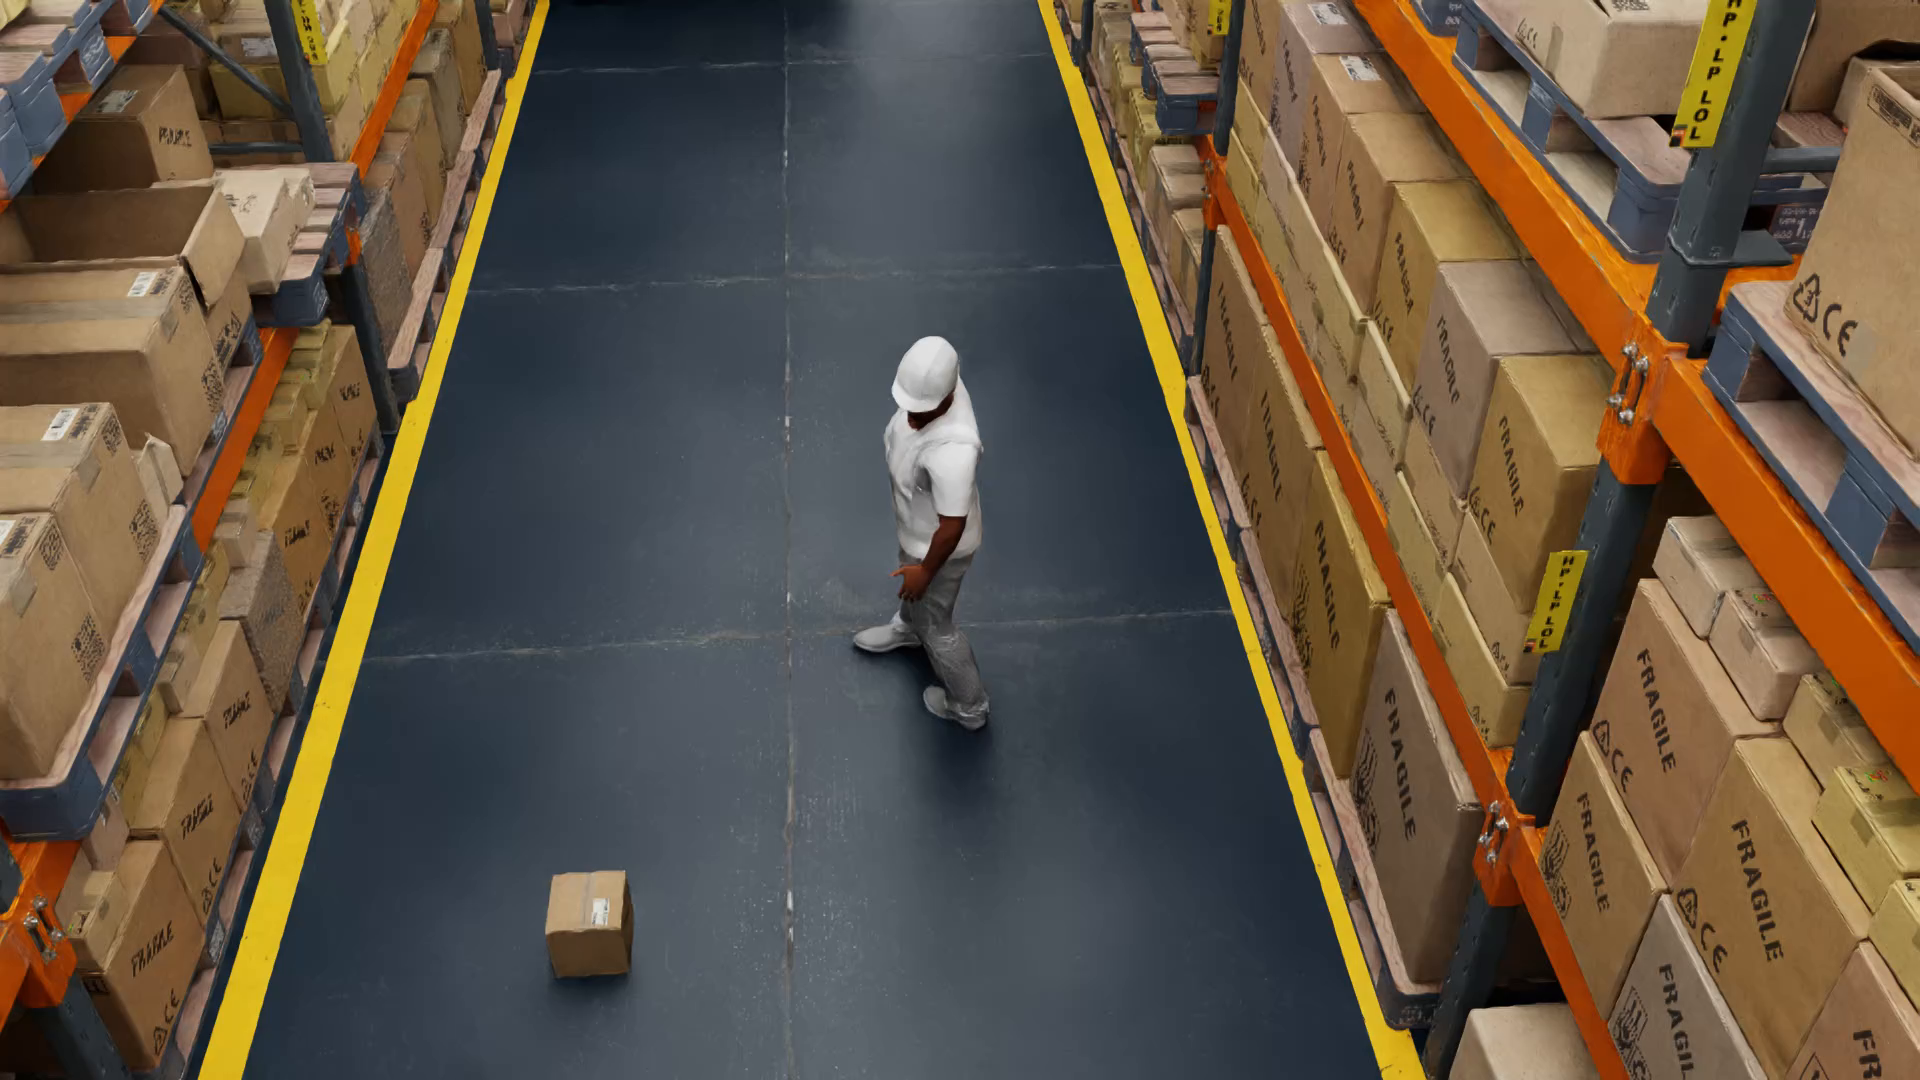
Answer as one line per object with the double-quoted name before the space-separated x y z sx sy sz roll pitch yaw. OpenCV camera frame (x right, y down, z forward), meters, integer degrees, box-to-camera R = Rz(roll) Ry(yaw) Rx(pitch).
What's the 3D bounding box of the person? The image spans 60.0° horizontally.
"person" -0.164 -0.065 6.238 0.563 1.757 0.672 0 39 0
